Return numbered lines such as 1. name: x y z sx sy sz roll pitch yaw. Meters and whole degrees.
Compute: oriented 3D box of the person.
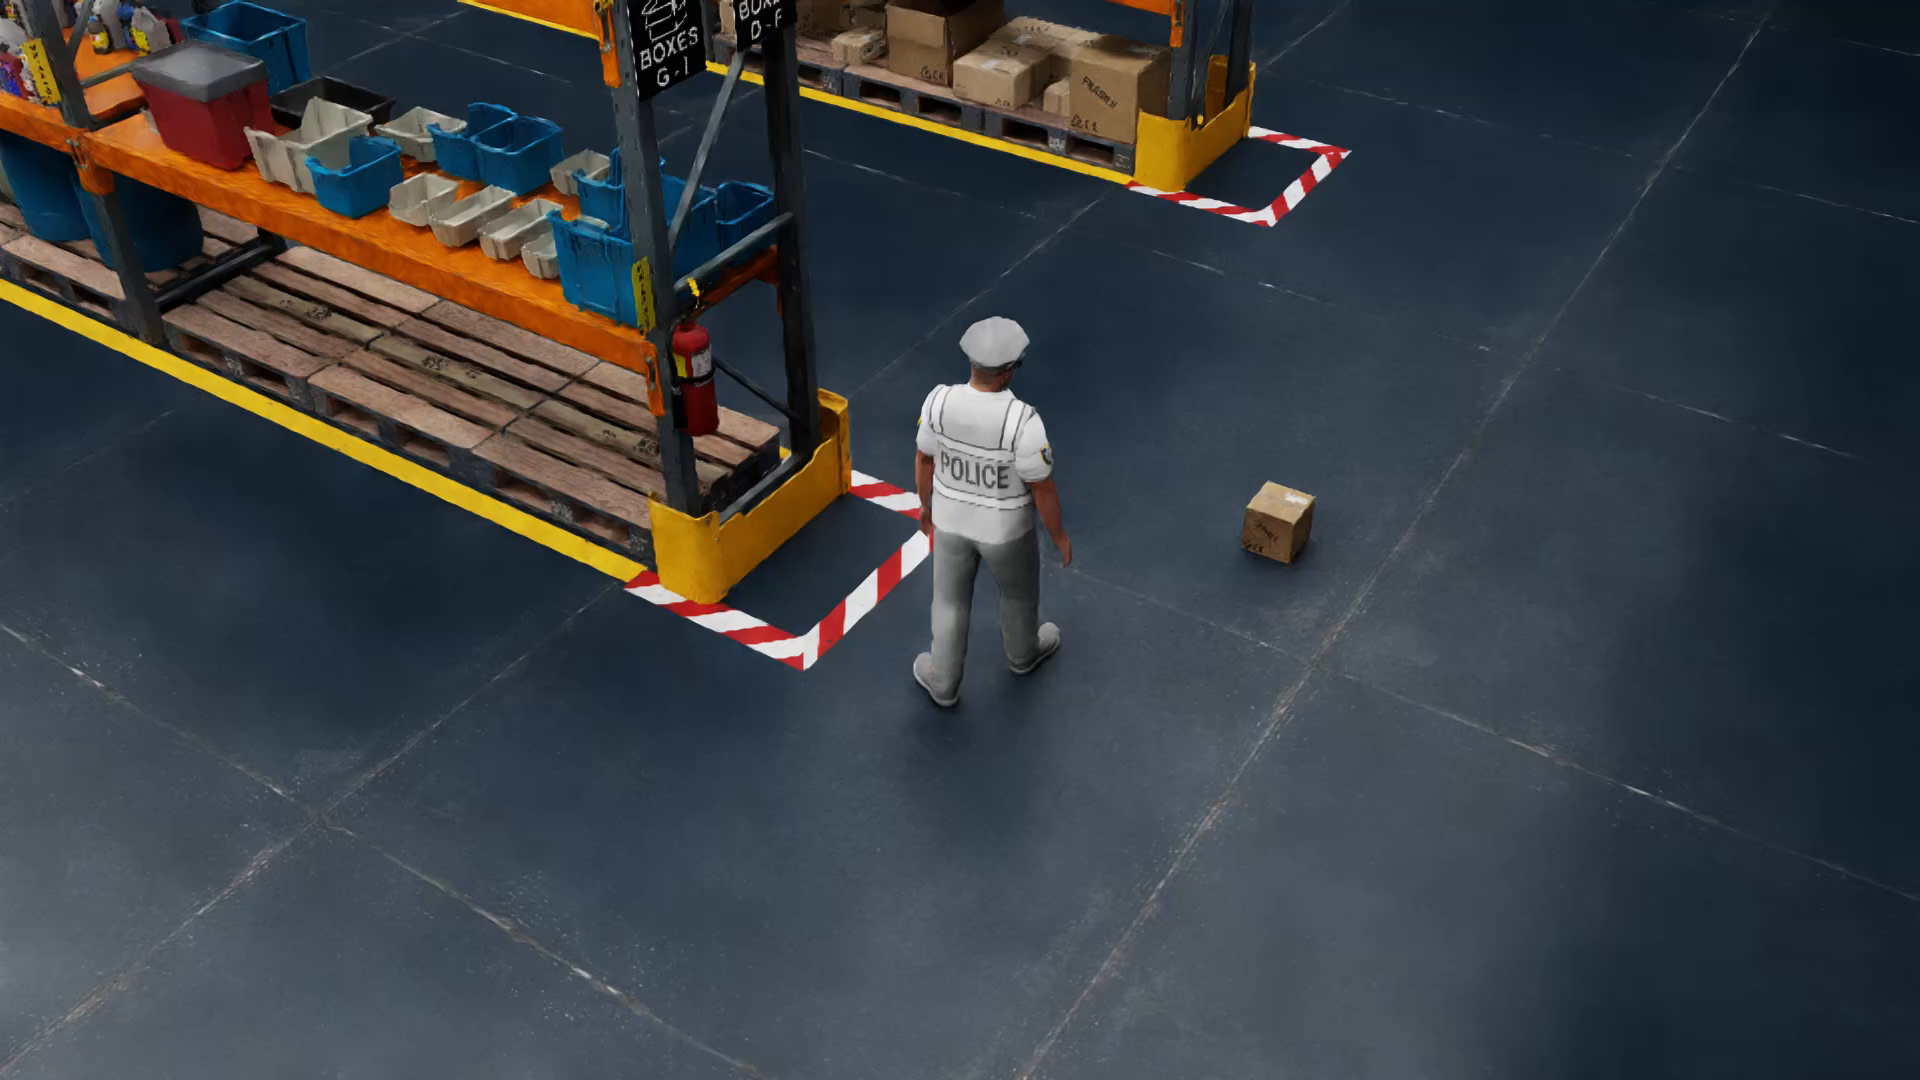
1. person: 0.152 -0.118 6.797 0.672 1.744 0.633 12 40 15
